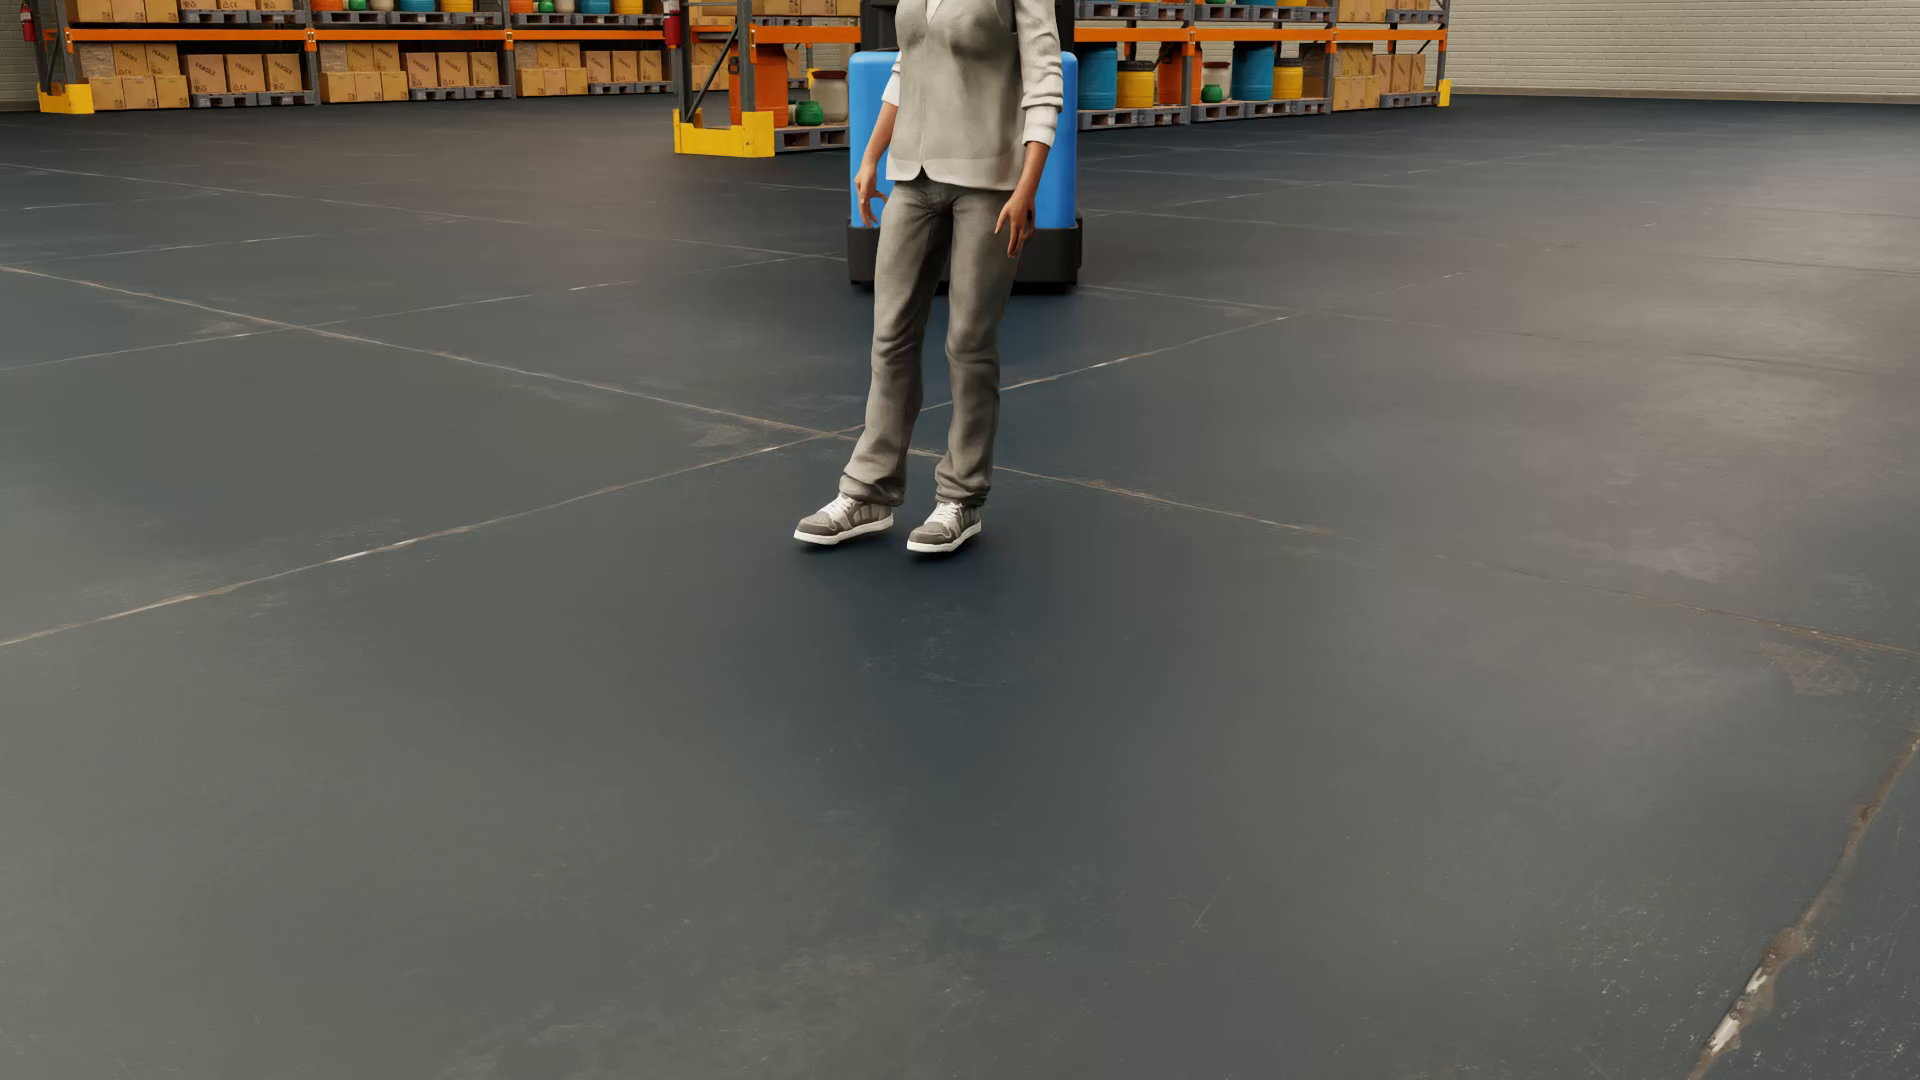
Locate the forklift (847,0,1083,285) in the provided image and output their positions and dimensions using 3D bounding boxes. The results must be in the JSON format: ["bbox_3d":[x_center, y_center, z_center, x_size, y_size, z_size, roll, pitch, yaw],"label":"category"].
[{"bbox_3d":[0.043,-2.947,8.602,1.130,2.935,3.031,0,17,1],"label":"forklift"}]

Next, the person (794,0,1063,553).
[{"bbox_3d":[-0.058,-0.757,3.662,0.520,1.597,0.475,13,21,37],"label":"person"}]
